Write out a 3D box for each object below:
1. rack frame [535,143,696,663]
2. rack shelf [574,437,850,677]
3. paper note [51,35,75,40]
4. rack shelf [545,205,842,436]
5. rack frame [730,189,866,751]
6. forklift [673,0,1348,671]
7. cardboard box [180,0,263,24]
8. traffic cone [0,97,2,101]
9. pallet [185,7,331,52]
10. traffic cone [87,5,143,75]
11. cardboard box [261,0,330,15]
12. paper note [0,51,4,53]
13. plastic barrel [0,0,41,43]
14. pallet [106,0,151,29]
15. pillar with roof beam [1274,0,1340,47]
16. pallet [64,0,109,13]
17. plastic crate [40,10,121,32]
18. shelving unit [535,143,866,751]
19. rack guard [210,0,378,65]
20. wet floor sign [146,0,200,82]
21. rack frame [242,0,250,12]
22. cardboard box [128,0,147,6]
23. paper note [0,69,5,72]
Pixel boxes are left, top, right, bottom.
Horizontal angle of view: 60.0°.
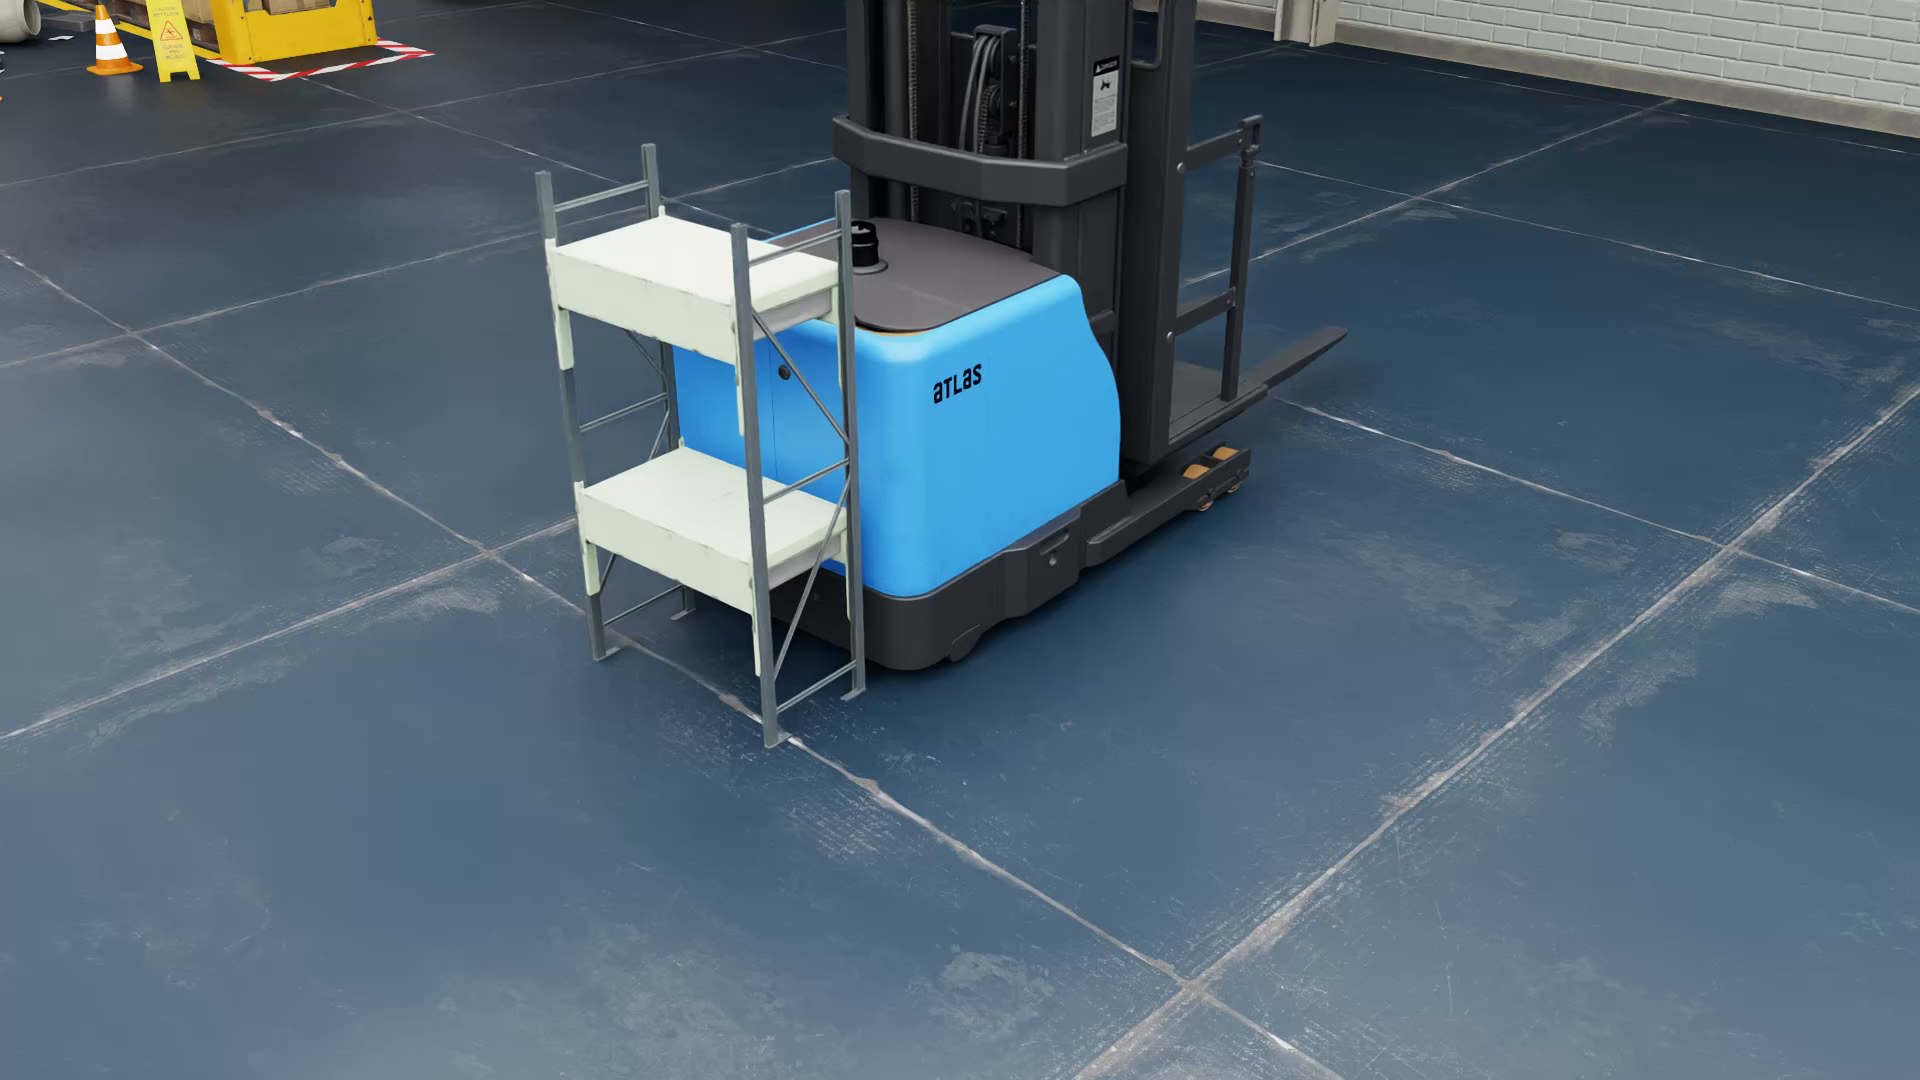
[{"bbox_3d":[-0.980,-0.367,4.836,0.023,1.500,0.400,21,34,34],"label":"rack frame"},{"bbox_3d":[-0.696,0.029,4.783,0.720,0.370,0.431,21,34,34],"label":"rack shelf"},{"bbox_3d":[-7.270,-4.071,13.459,0.148,0.019,0.142,12,30,22],"label":"paper note"},{"bbox_3d":[-0.696,-0.605,4.450,0.720,0.370,0.431,21,34,34],"label":"rack shelf"},{"bbox_3d":[-0.412,-0.152,4.427,0.023,1.500,0.400,21,34,34],"label":"rack frame"},{"bbox_3d":[0.408,-1.531,5.512,1.130,2.935,3.031,21,34,34],"label":"forklift"},{"bbox_3d":[-5.895,-4.289,13.187,0.500,0.250,0.500,24,36,38],"label":"cardboard box"},{"bbox_3d":[-6.859,-3.248,11.430,0.334,0.463,0.336,25,36,38],"label":"traffic cone"},{"bbox_3d":[-5.721,-4.205,13.521,1.213,0.211,1.003,25,36,38],"label":"pallet"},{"bbox_3d":[-6.323,-3.727,12.341,0.334,0.463,0.336,25,36,38],"label":"traffic cone"},{"bbox_3d":[-5.494,-4.462,13.516,0.500,0.250,0.500,24,36,38],"label":"cardboard box"},{"bbox_3d":[-7.502,-3.812,12.989,0.123,0.001,0.032,25,36,38],"label":"paper note"},{"bbox_3d":[-7.647,-4.169,13.224,0.512,0.421,0.421,-3,28,-5],"label":"plastic barrel"},{"bbox_3d":[-6.587,-4.603,14.278,1.213,0.211,1.003,25,36,38],"label":"pallet"},{"bbox_3d":[-0.239,-6.582,8.598,0.400,9.000,9.100,25,36,38],"label":"pillar with roof beam"},{"bbox_3d":[-7.461,-5.001,15.035,1.213,0.211,1.003,25,36,38],"label":"pallet"},{"bbox_3d":[-7.420,-4.366,13.968,0.583,0.080,0.402,12,30,22],"label":"plastic crate"},{"bbox_3d":[-0.696,-0.259,4.631,0.755,1.500,0.431,21,34,34],"label":"shelving unit"},{"bbox_3d":[-5.167,-4.056,12.927,0.348,0.500,1.175,25,36,38],"label":"rack guard"},{"bbox_3d":[-5.727,-3.679,12.053,0.267,0.644,0.232,-13,30,-22],"label":"wet floor sign"},{"bbox_3d":[-5.112,-5.138,12.298,0.127,3.000,1.000,25,36,38],"label":"rack frame"},{"bbox_3d":[-6.618,-4.622,13.820,0.500,0.250,0.500,23,35,37],"label":"cardboard box"},{"bbox_3d":[-7.182,-3.472,12.319,0.142,0.019,0.148,12,30,22],"label":"paper note"}]
